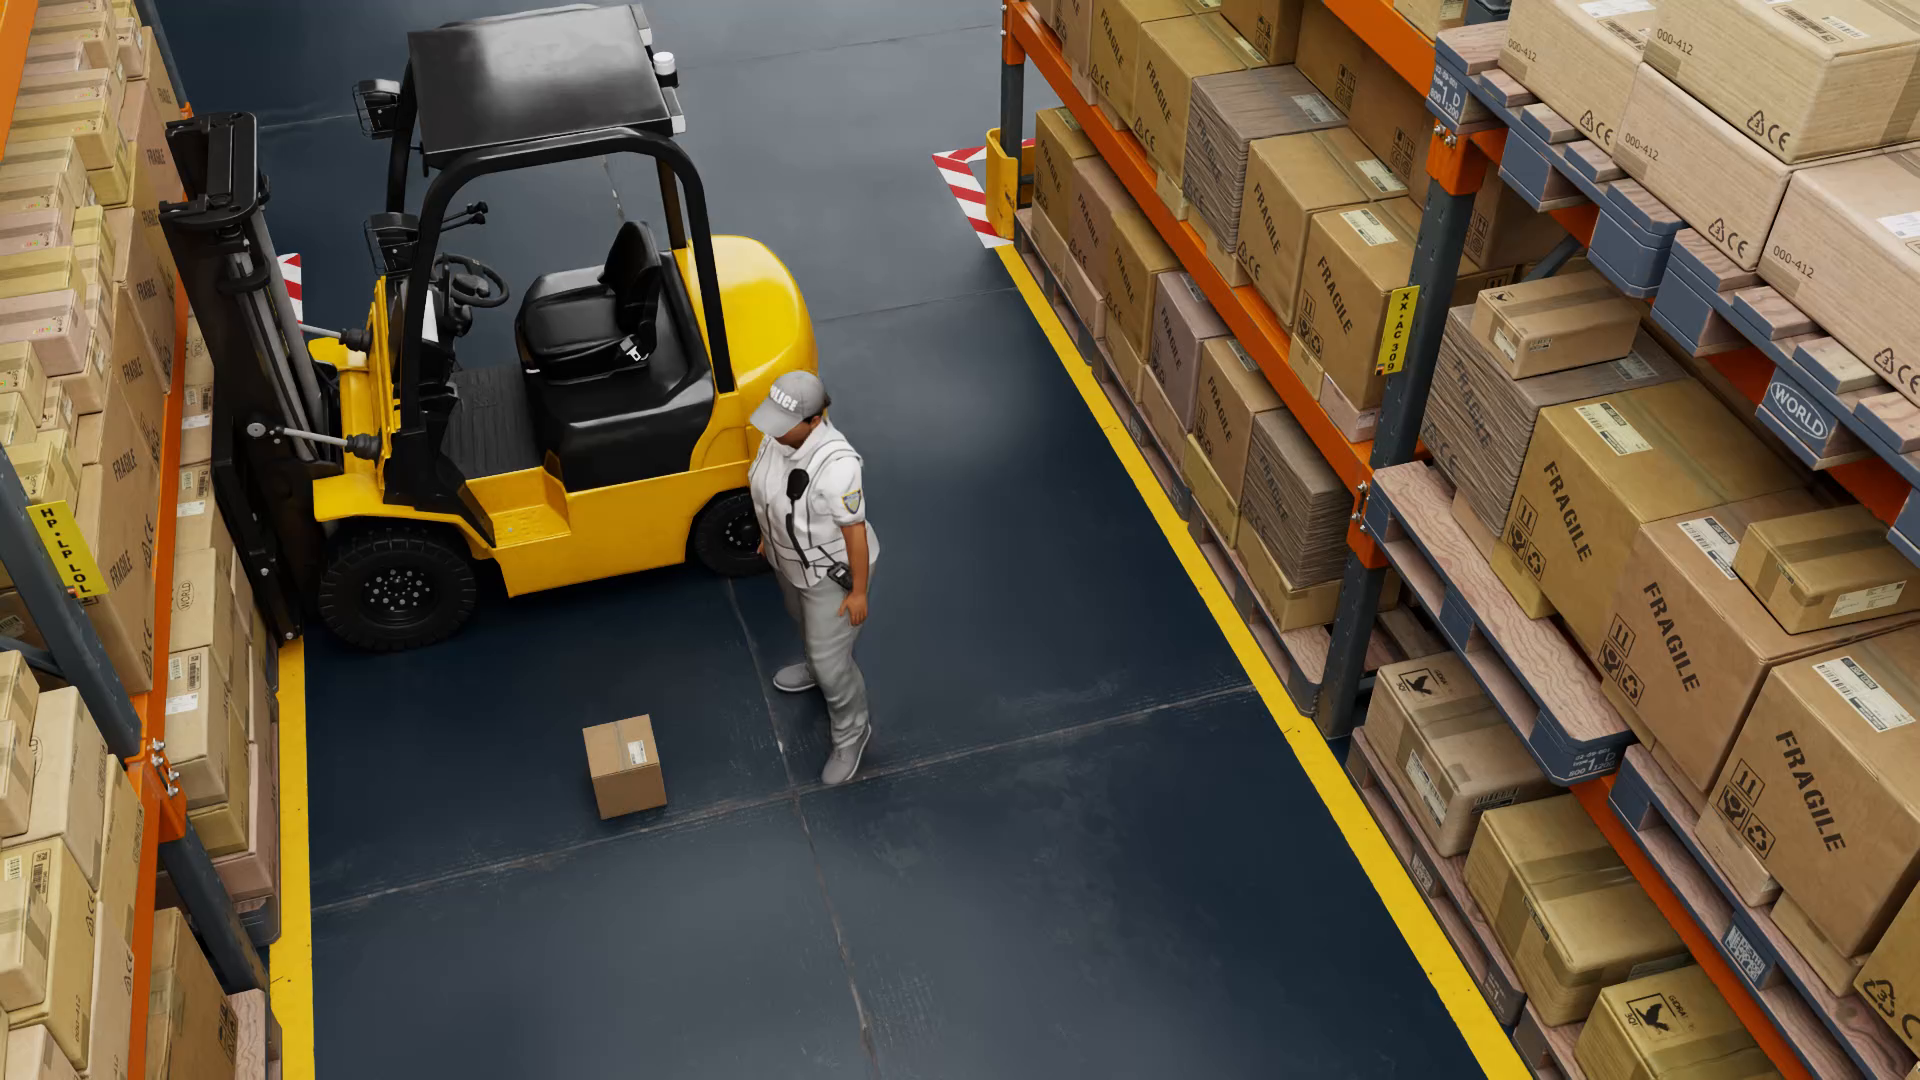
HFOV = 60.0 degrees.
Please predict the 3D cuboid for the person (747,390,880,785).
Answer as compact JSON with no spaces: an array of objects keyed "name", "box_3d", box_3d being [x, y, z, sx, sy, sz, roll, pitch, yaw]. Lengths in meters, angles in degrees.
[{"name":"person","box_3d":[-0.516,0.110,6.069,0.406,1.685,0.617,-27,49,-26]}]
